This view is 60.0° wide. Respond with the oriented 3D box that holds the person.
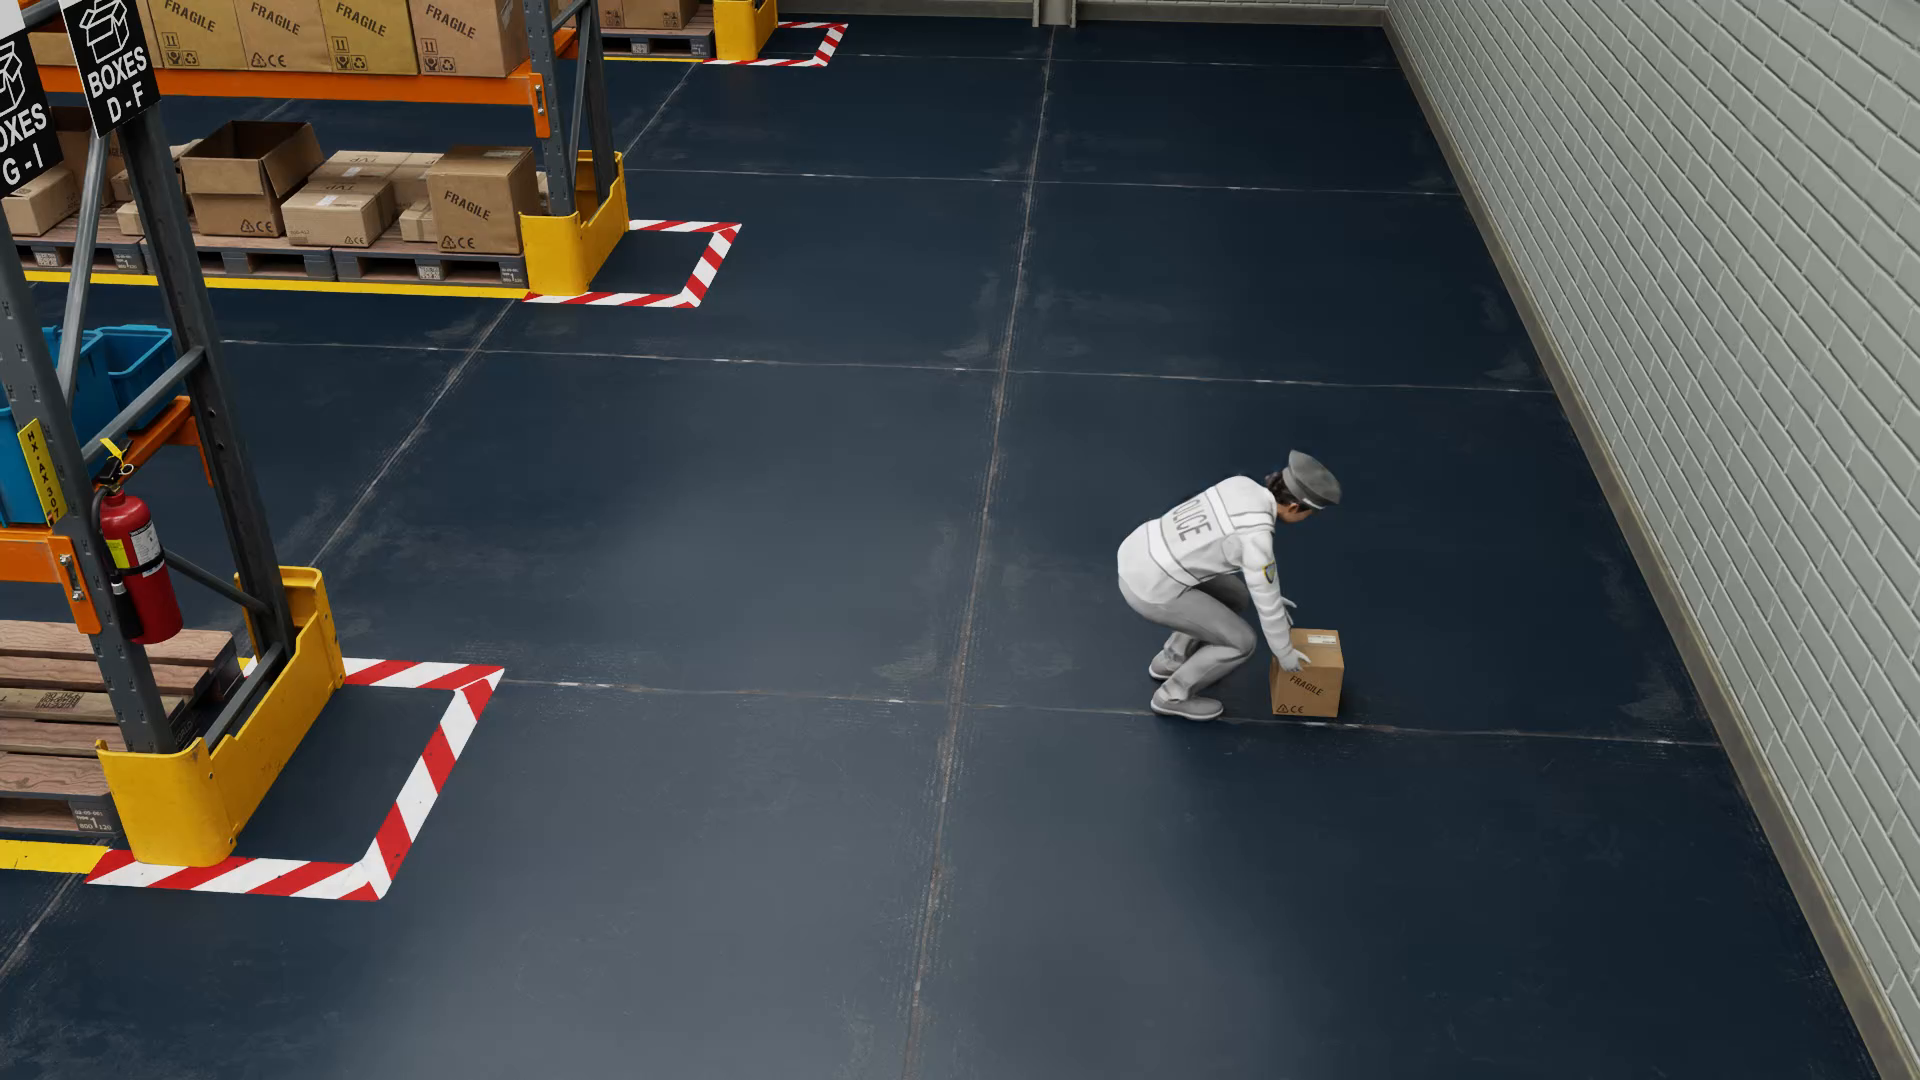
[{"bbox_3d":[1.022,0.152,6.453,0.826,1.075,0.505,2,32,4],"label":"person"}]
